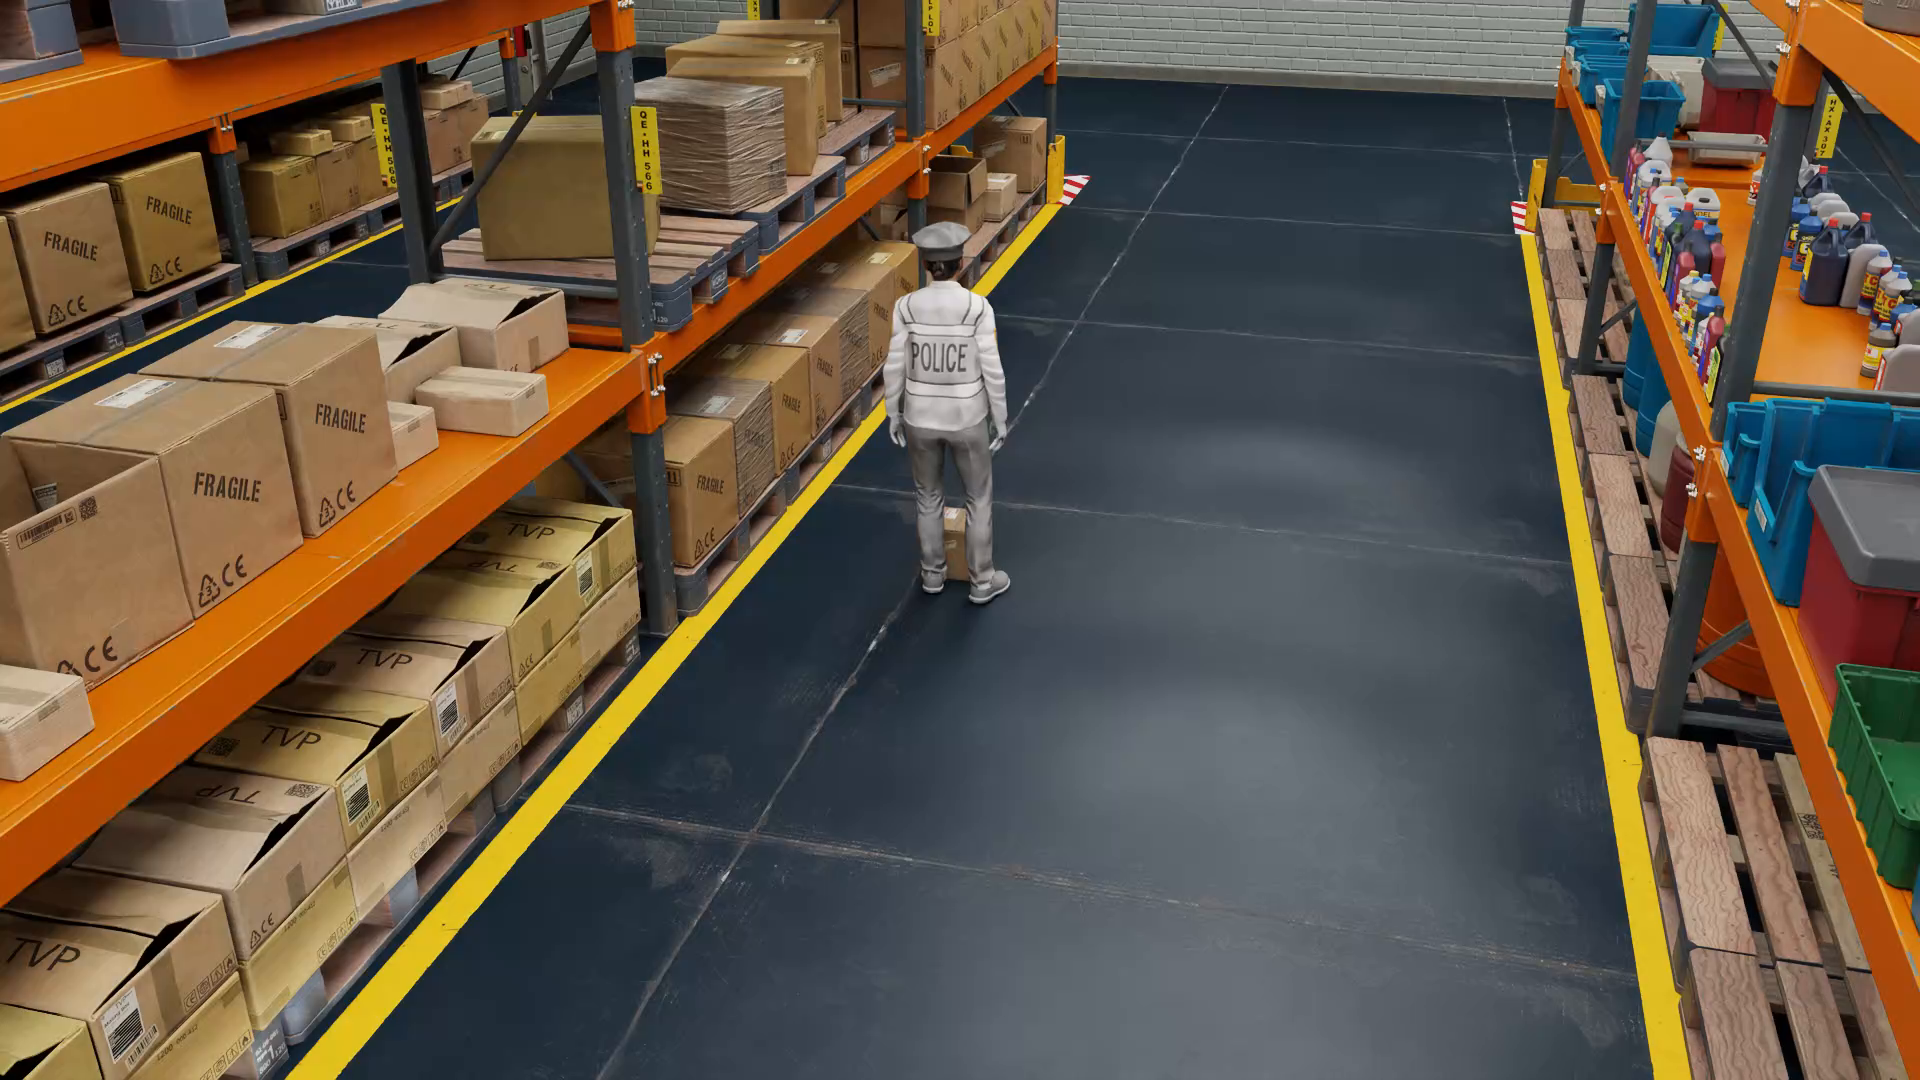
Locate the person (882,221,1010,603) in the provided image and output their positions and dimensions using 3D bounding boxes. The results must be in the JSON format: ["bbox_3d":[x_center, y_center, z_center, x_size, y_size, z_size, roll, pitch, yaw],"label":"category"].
[{"bbox_3d":[-0.053,-0.526,7.209,0.544,1.663,0.416,5,26,10],"label":"person"}]
